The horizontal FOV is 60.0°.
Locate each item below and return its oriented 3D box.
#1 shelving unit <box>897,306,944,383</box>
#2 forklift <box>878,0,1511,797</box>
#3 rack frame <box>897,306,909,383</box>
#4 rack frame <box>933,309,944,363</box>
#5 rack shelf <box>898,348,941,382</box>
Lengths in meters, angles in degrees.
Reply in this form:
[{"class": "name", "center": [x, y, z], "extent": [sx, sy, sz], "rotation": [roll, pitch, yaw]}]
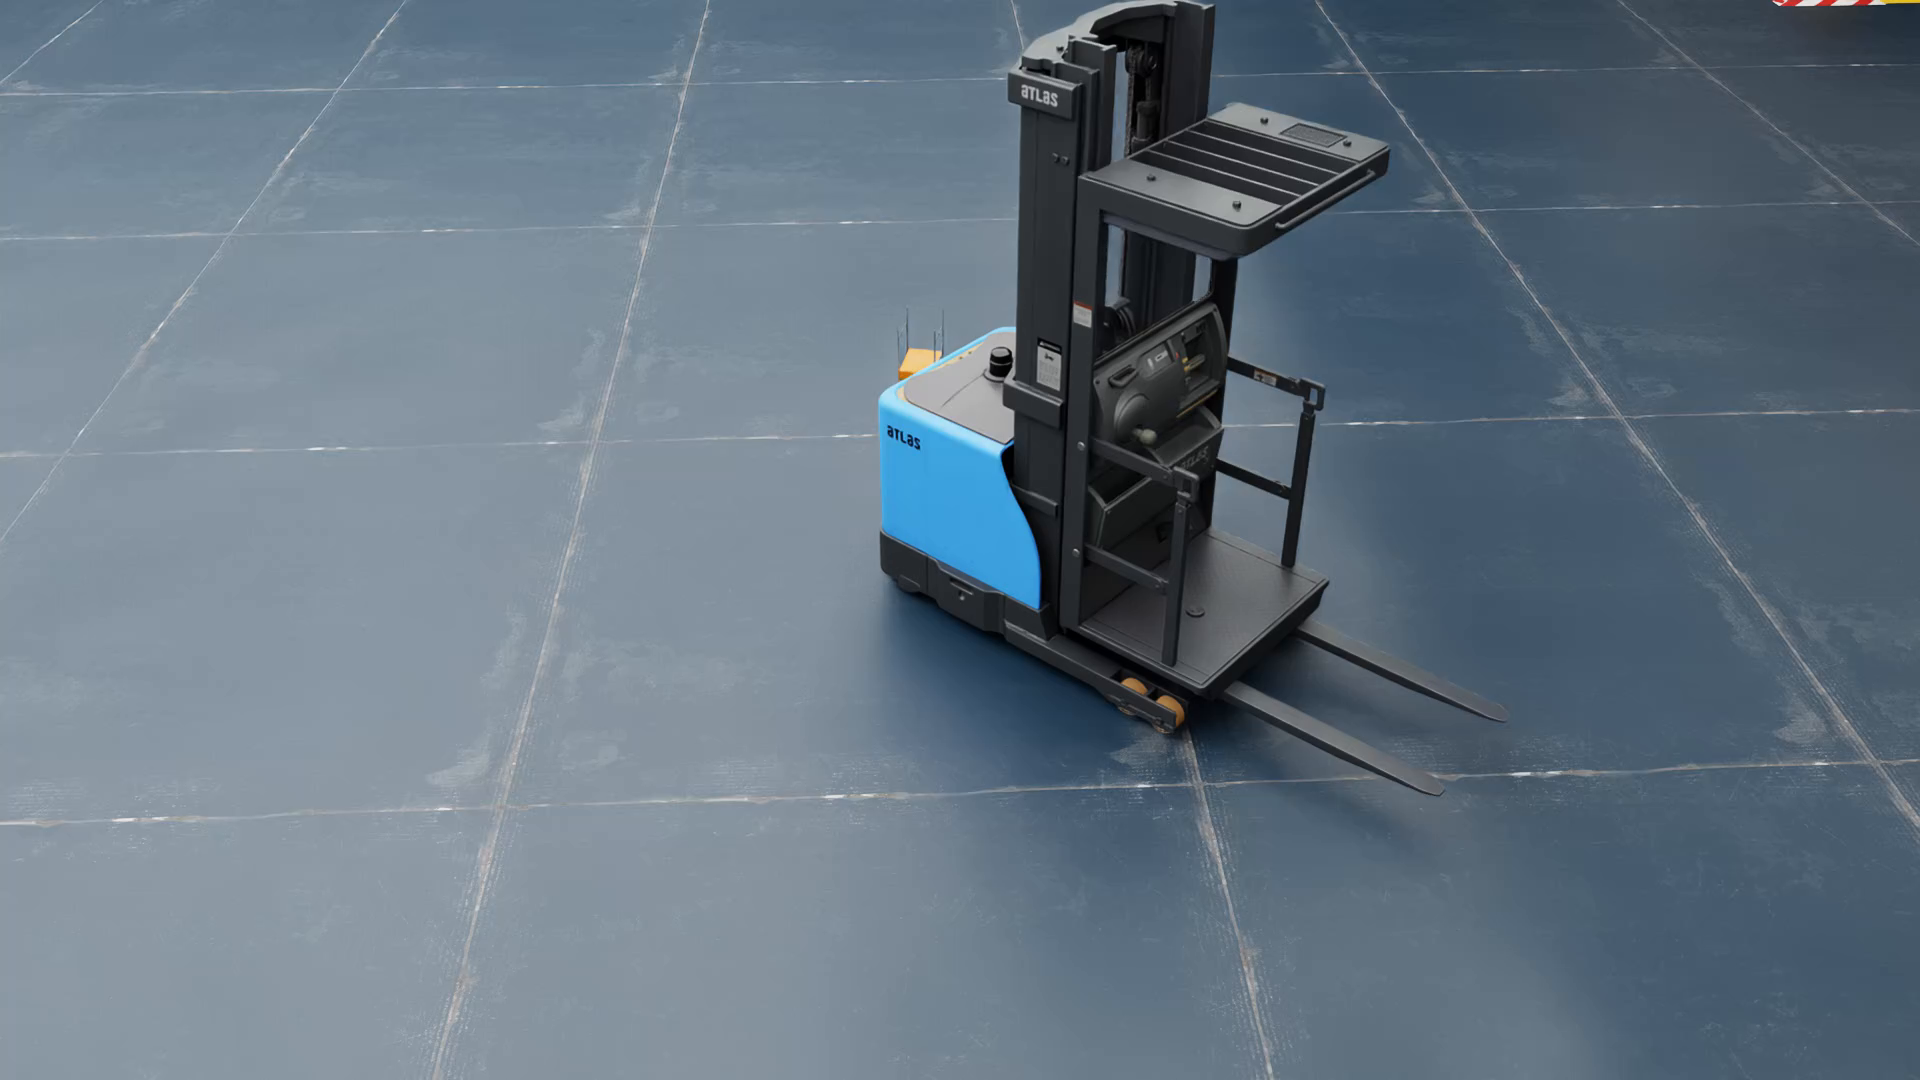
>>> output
[{"class": "shelving unit", "center": [-0.195, -0.605, 8.570], "extent": [0.189, 1.200, 0.258], "rotation": [6, 35, 9]}, {"class": "forklift", "center": [1.041, -0.675, 7.150], "extent": [3.031, 2.935, 1.130], "rotation": [26, 42, 32]}, {"class": "rack frame", "center": [-0.285, -0.614, 8.583], "extent": [0.006, 1.200, 0.240], "rotation": [6, 35, 9]}, {"class": "rack frame", "center": [-0.106, -0.595, 8.556], "extent": [0.006, 1.200, 0.240], "rotation": [6, 35, 9]}, {"class": "rack shelf", "center": [-0.195, -0.864, 8.390], "extent": [0.180, 0.103, 0.258], "rotation": [6, 35, 9]}]
